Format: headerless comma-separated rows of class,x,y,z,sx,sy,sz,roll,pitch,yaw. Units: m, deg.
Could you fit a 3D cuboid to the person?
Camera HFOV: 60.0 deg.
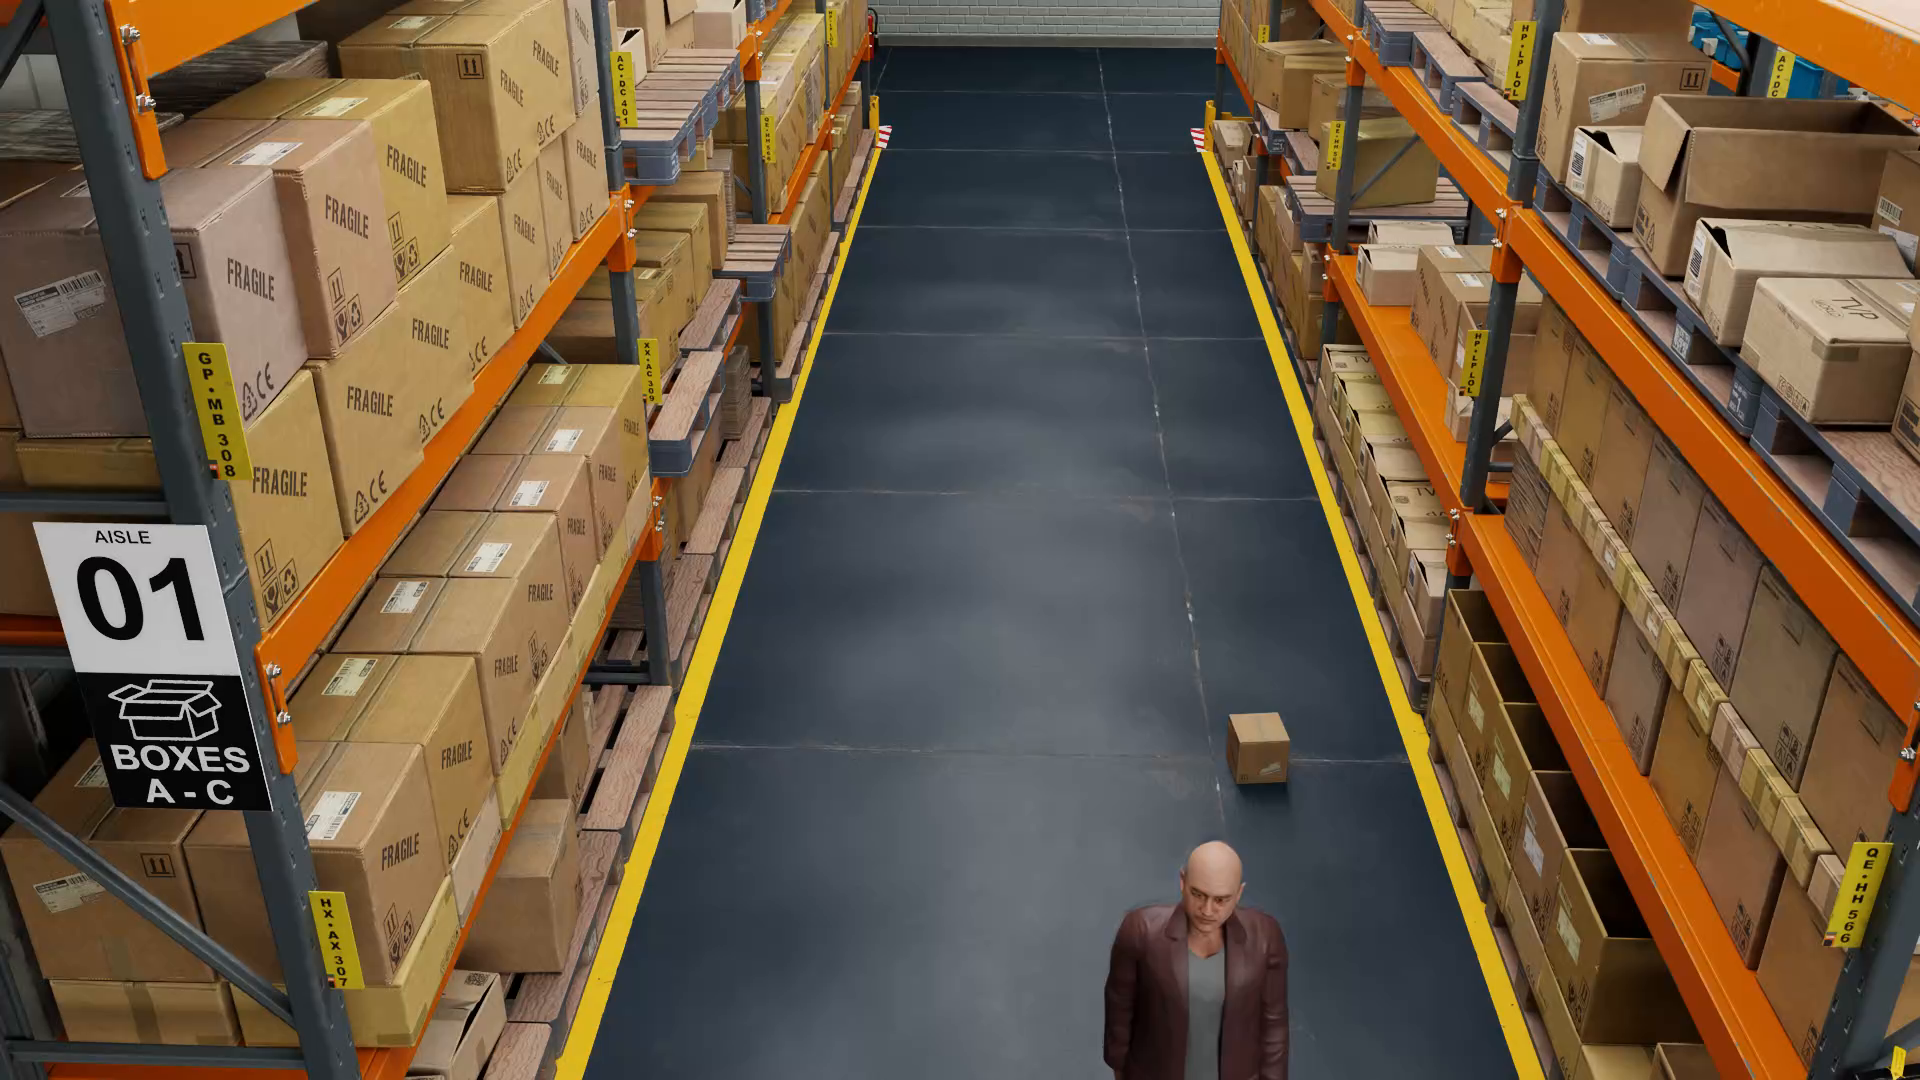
person,0.742,1.755,5.256,0.577,1.808,0.476,0,28,0
